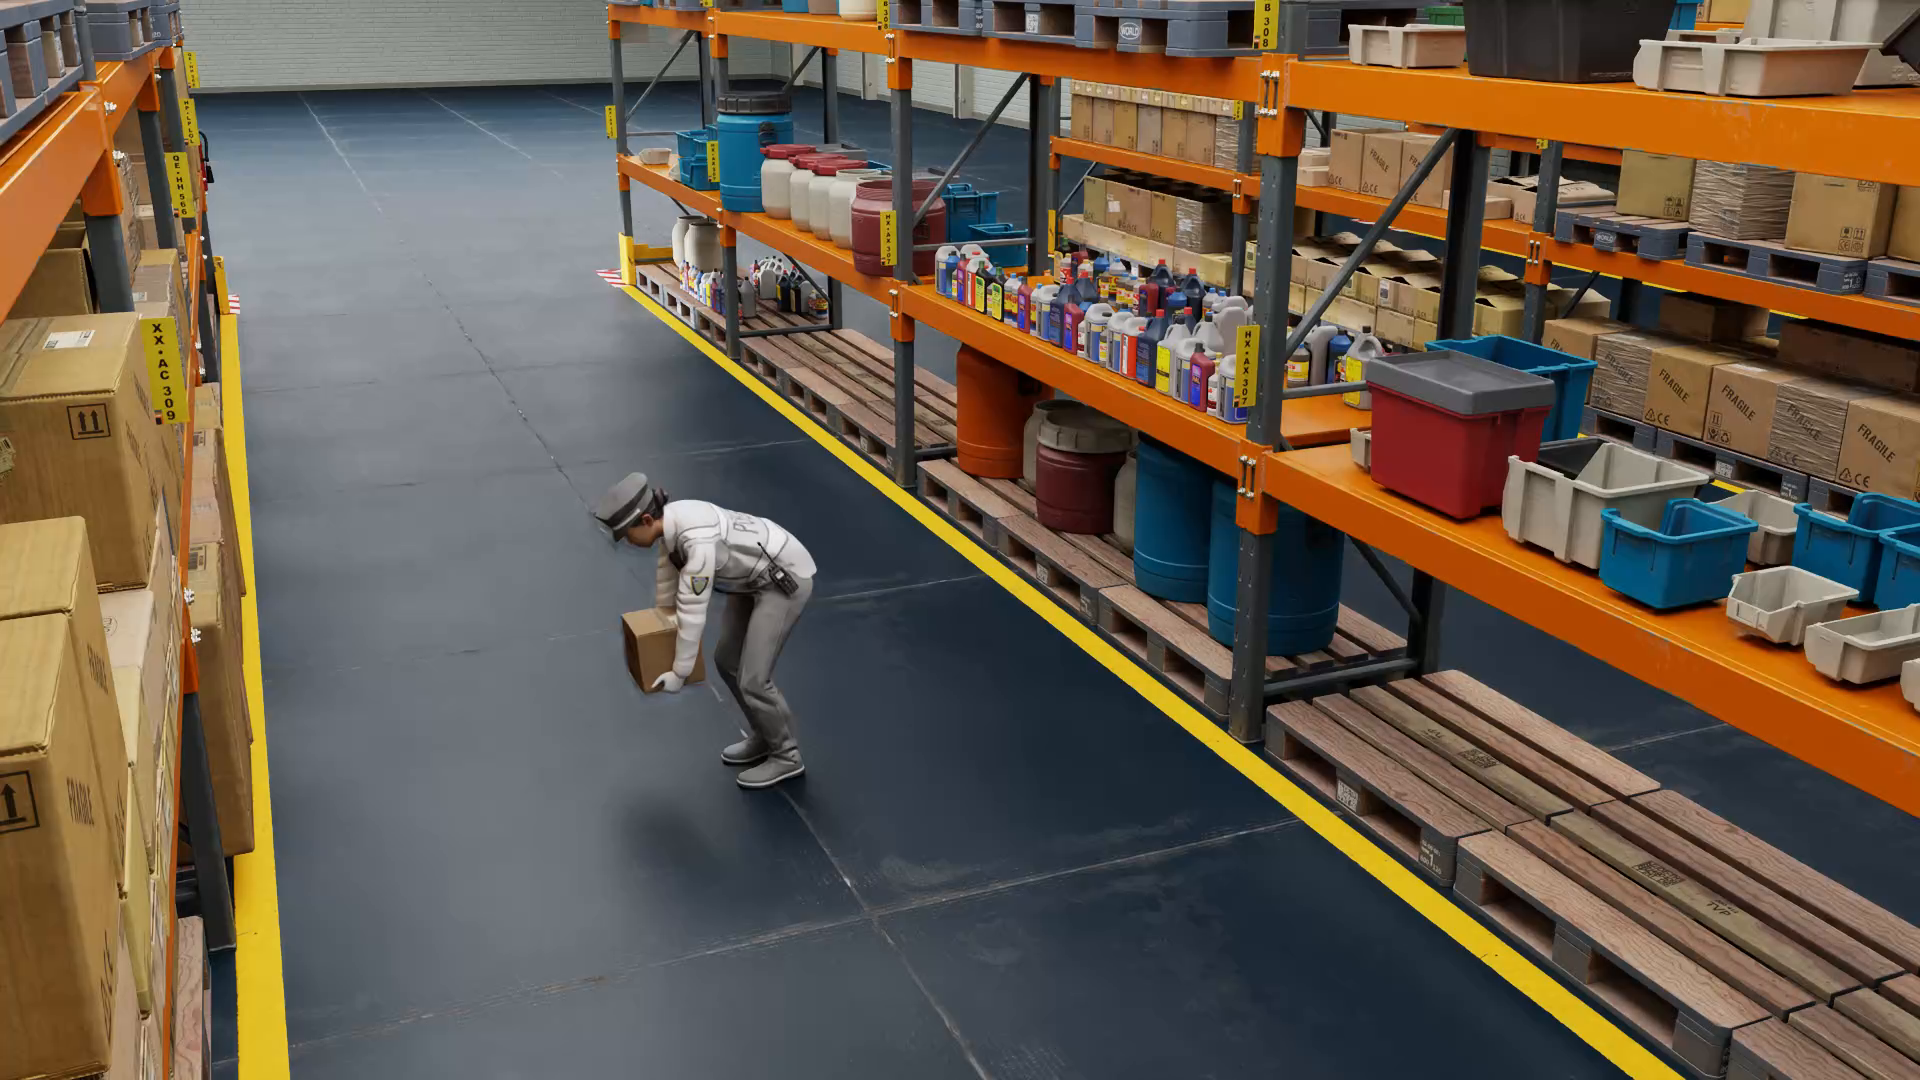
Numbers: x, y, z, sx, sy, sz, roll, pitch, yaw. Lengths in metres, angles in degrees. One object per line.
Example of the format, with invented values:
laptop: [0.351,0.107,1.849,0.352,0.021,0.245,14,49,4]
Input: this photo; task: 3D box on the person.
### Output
person: [-0.991,0.347,6.584,0.866,1.326,0.421,-9,21,-24]
